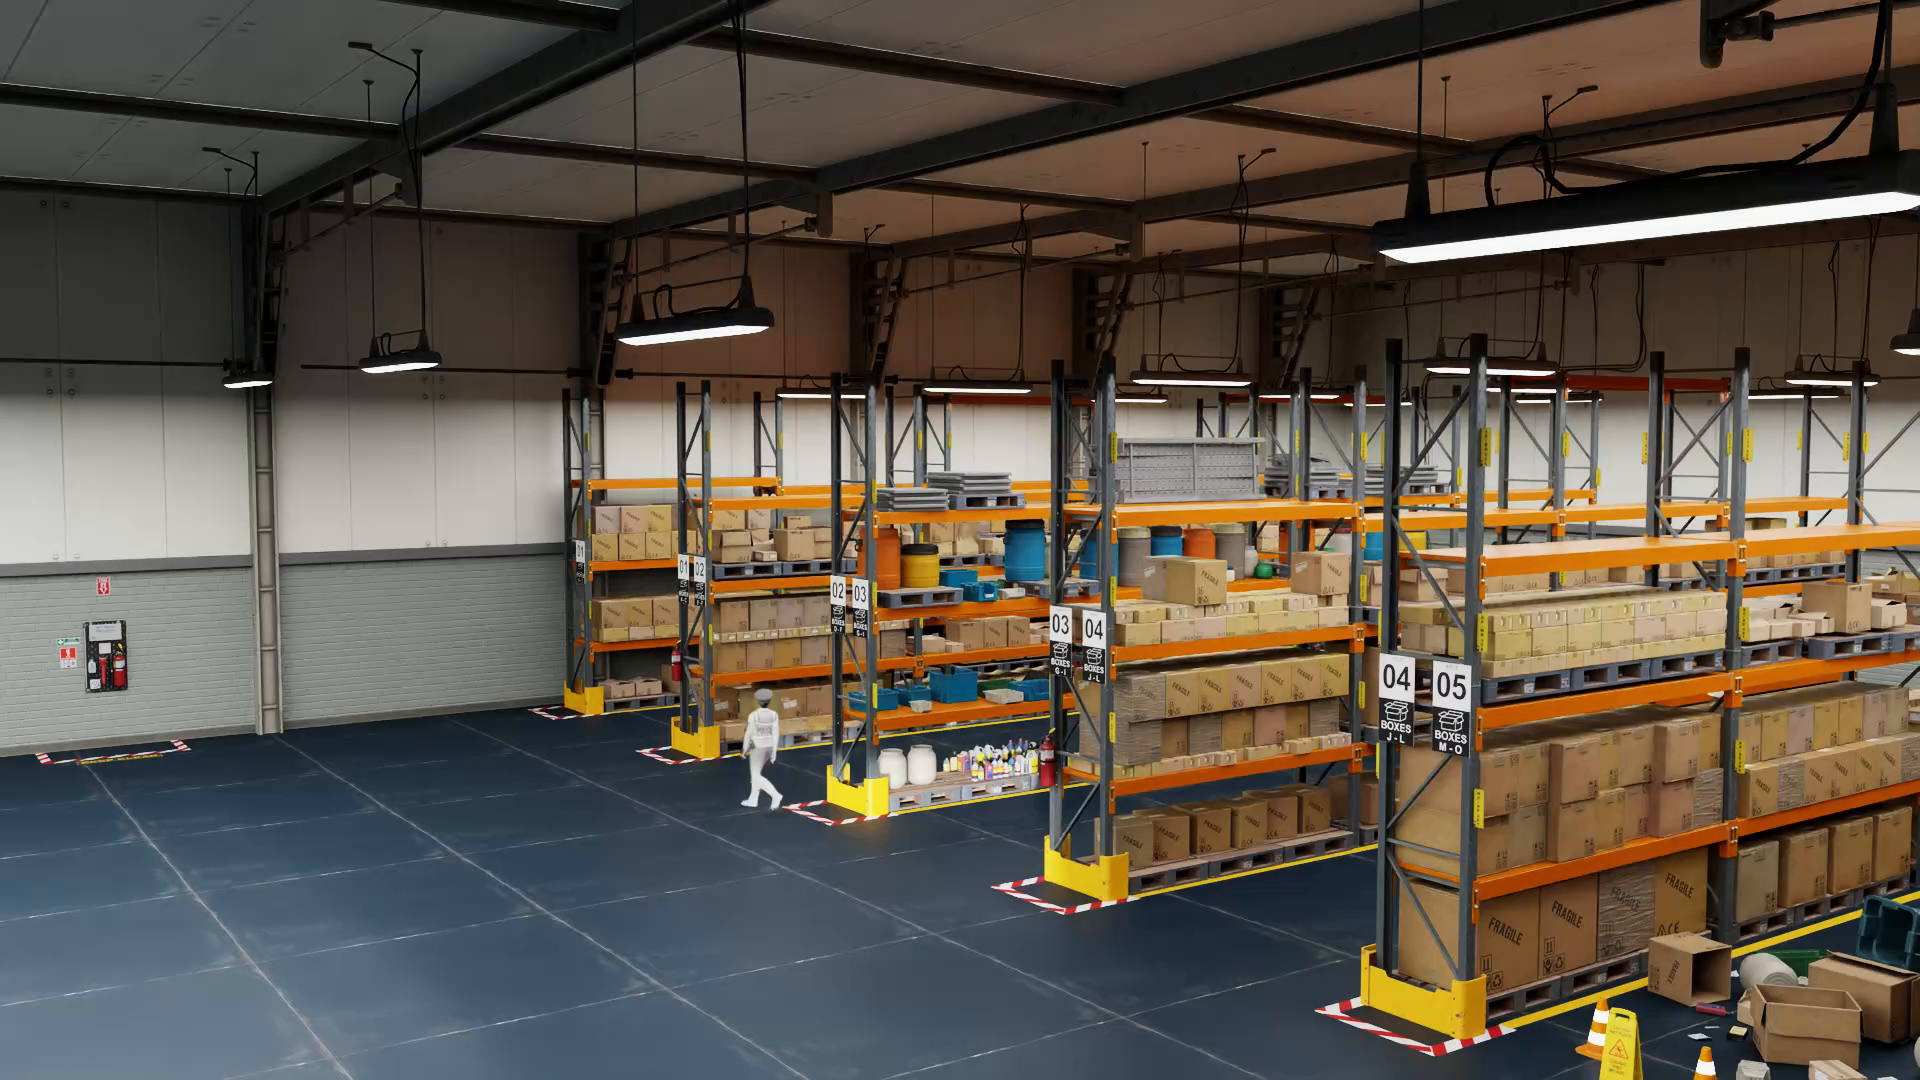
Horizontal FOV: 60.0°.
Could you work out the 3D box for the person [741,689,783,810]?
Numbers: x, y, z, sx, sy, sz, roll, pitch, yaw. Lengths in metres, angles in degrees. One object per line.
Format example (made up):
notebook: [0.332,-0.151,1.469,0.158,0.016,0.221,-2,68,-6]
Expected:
person: [-2.716,2.867,22.800,0.829,1.665,0.420,2,4,30]

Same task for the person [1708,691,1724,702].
person: [10.178,2.847,22.411,0.566,1.773,0.509,-3,5,-38]
